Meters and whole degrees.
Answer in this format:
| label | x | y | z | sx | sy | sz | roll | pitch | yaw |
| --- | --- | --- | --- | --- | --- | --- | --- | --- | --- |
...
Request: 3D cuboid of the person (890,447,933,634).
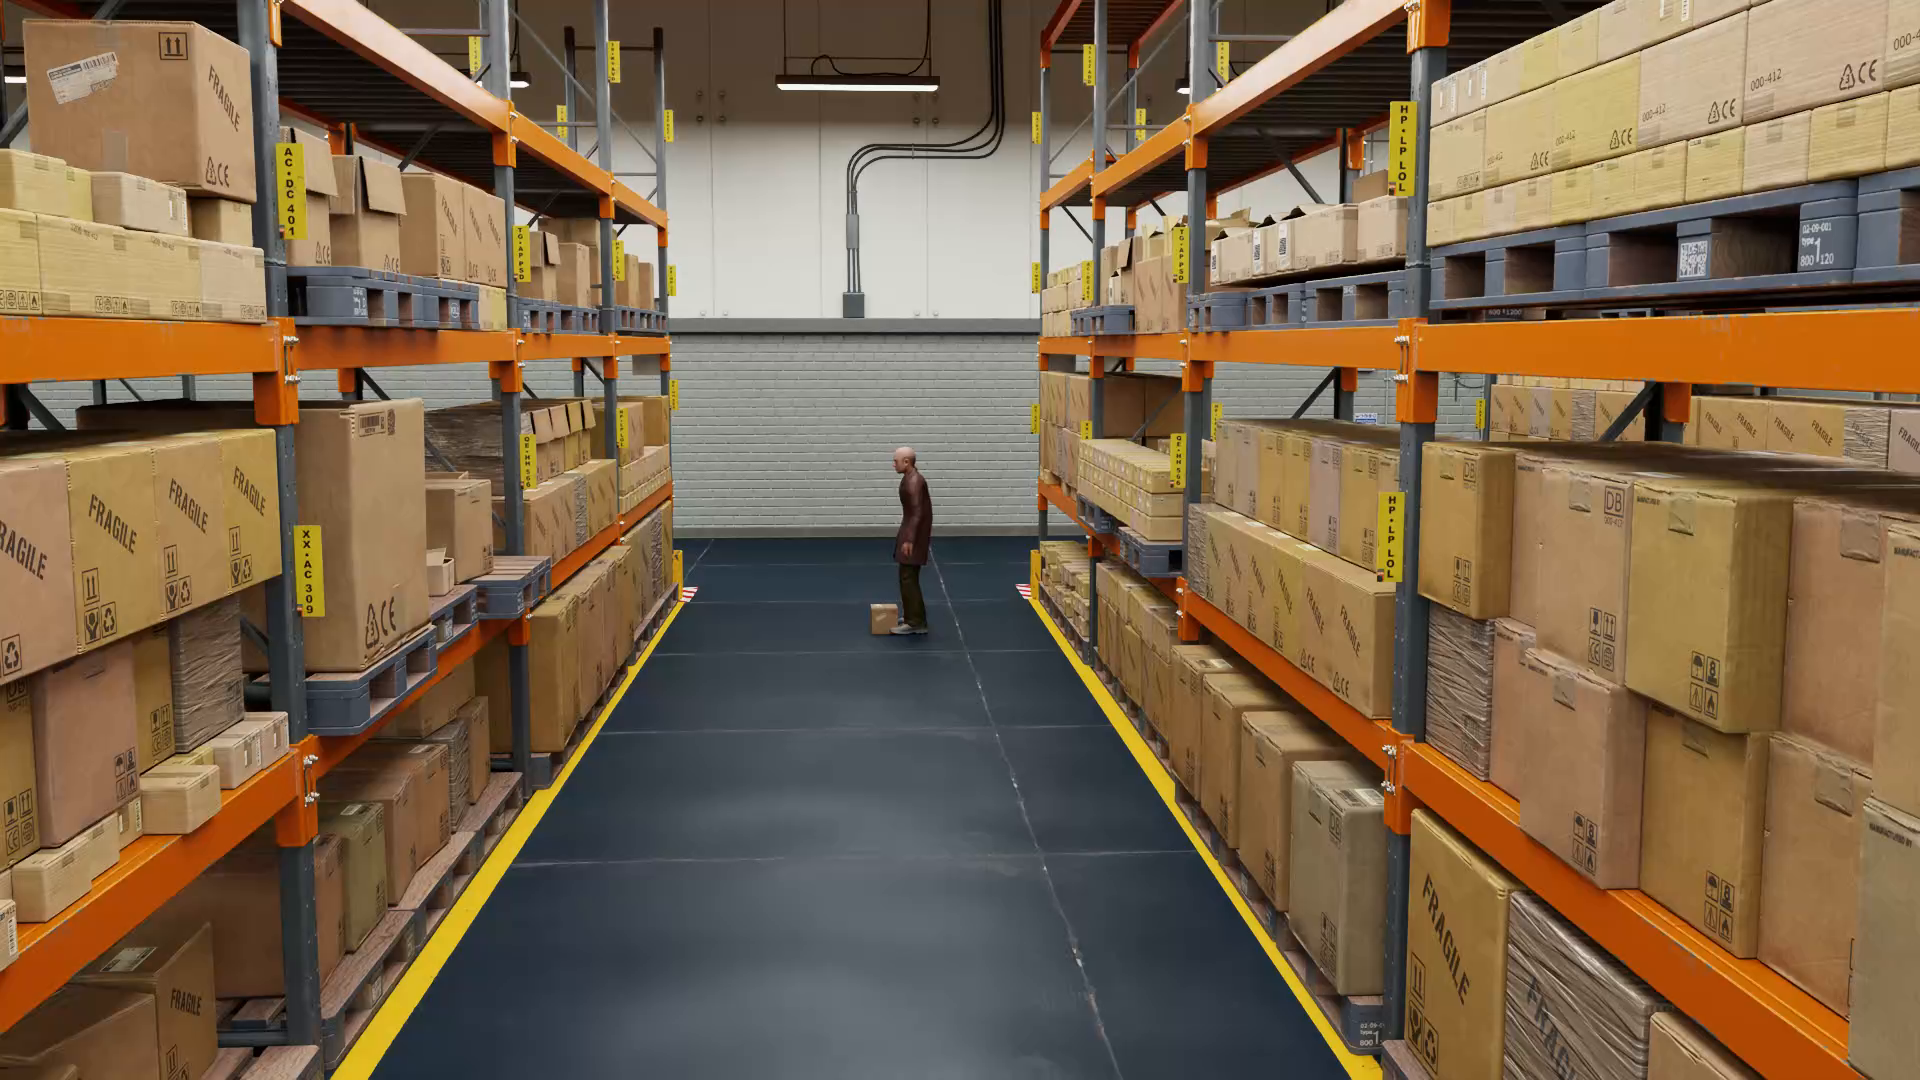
| label | x | y | z | sx | sy | sz | roll | pitch | yaw |
| --- | --- | --- | --- | --- | --- | --- | --- | --- | --- |
| person | -0.474 | -0.004 | 15.838 | 0.426 | 1.773 | 0.640 | -1 | 7 | -4 |
